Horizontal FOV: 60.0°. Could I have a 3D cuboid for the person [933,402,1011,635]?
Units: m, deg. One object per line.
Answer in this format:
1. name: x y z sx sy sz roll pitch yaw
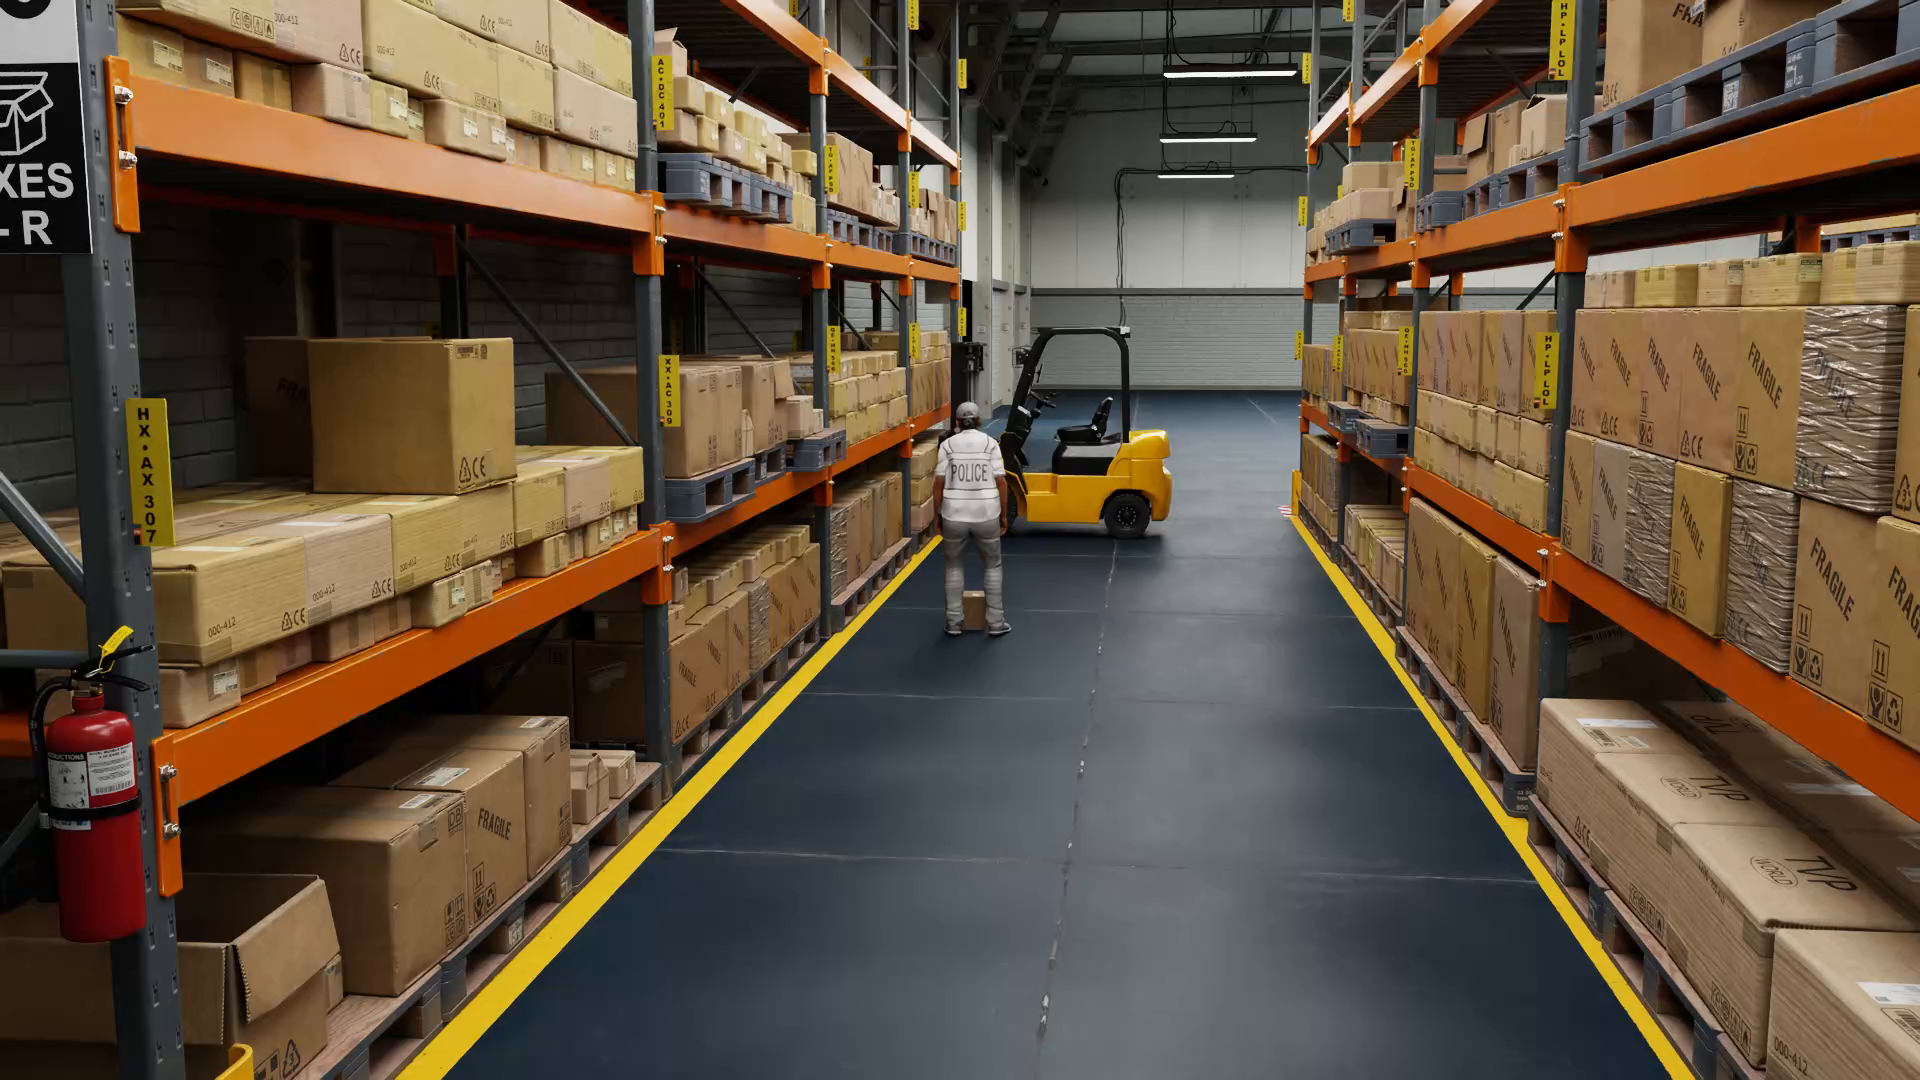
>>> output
1. person: 0.089 -0.153 11.903 0.554 1.666 0.472 0 8 3
